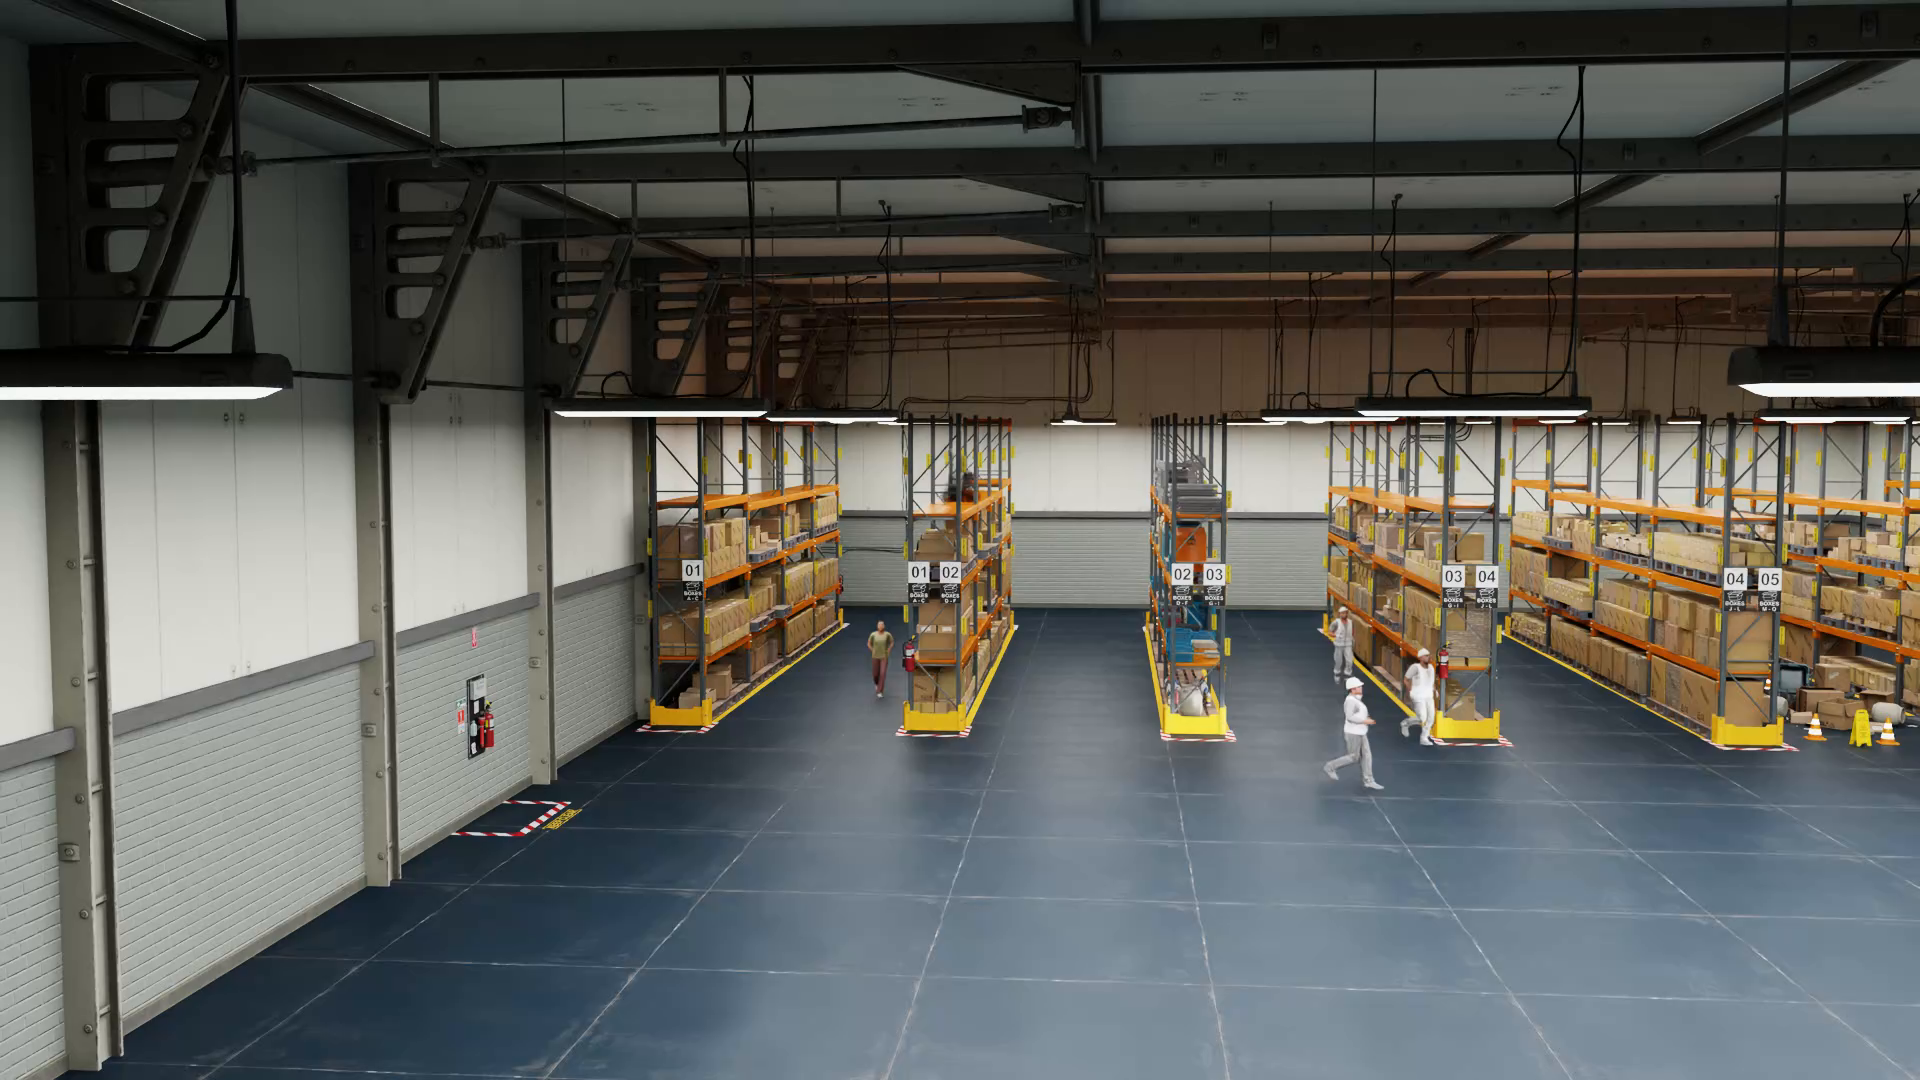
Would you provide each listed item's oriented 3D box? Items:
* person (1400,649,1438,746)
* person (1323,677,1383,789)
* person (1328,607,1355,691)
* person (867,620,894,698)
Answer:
[{"bbox_3d":[8.354,2.832,30.130,0.709,1.736,0.692,-2,5,-32],"label":"person"},{"bbox_3d":[6.253,3.059,26.365,0.935,1.770,0.661,2,4,25],"label":"person"},{"bbox_3d":[8.396,2.375,36.536,0.637,1.836,0.788,0,4,-1],"label":"person"},{"bbox_3d":[-1.693,2.509,35.487,0.577,1.643,0.752,0,4,-5],"label":"person"}]
